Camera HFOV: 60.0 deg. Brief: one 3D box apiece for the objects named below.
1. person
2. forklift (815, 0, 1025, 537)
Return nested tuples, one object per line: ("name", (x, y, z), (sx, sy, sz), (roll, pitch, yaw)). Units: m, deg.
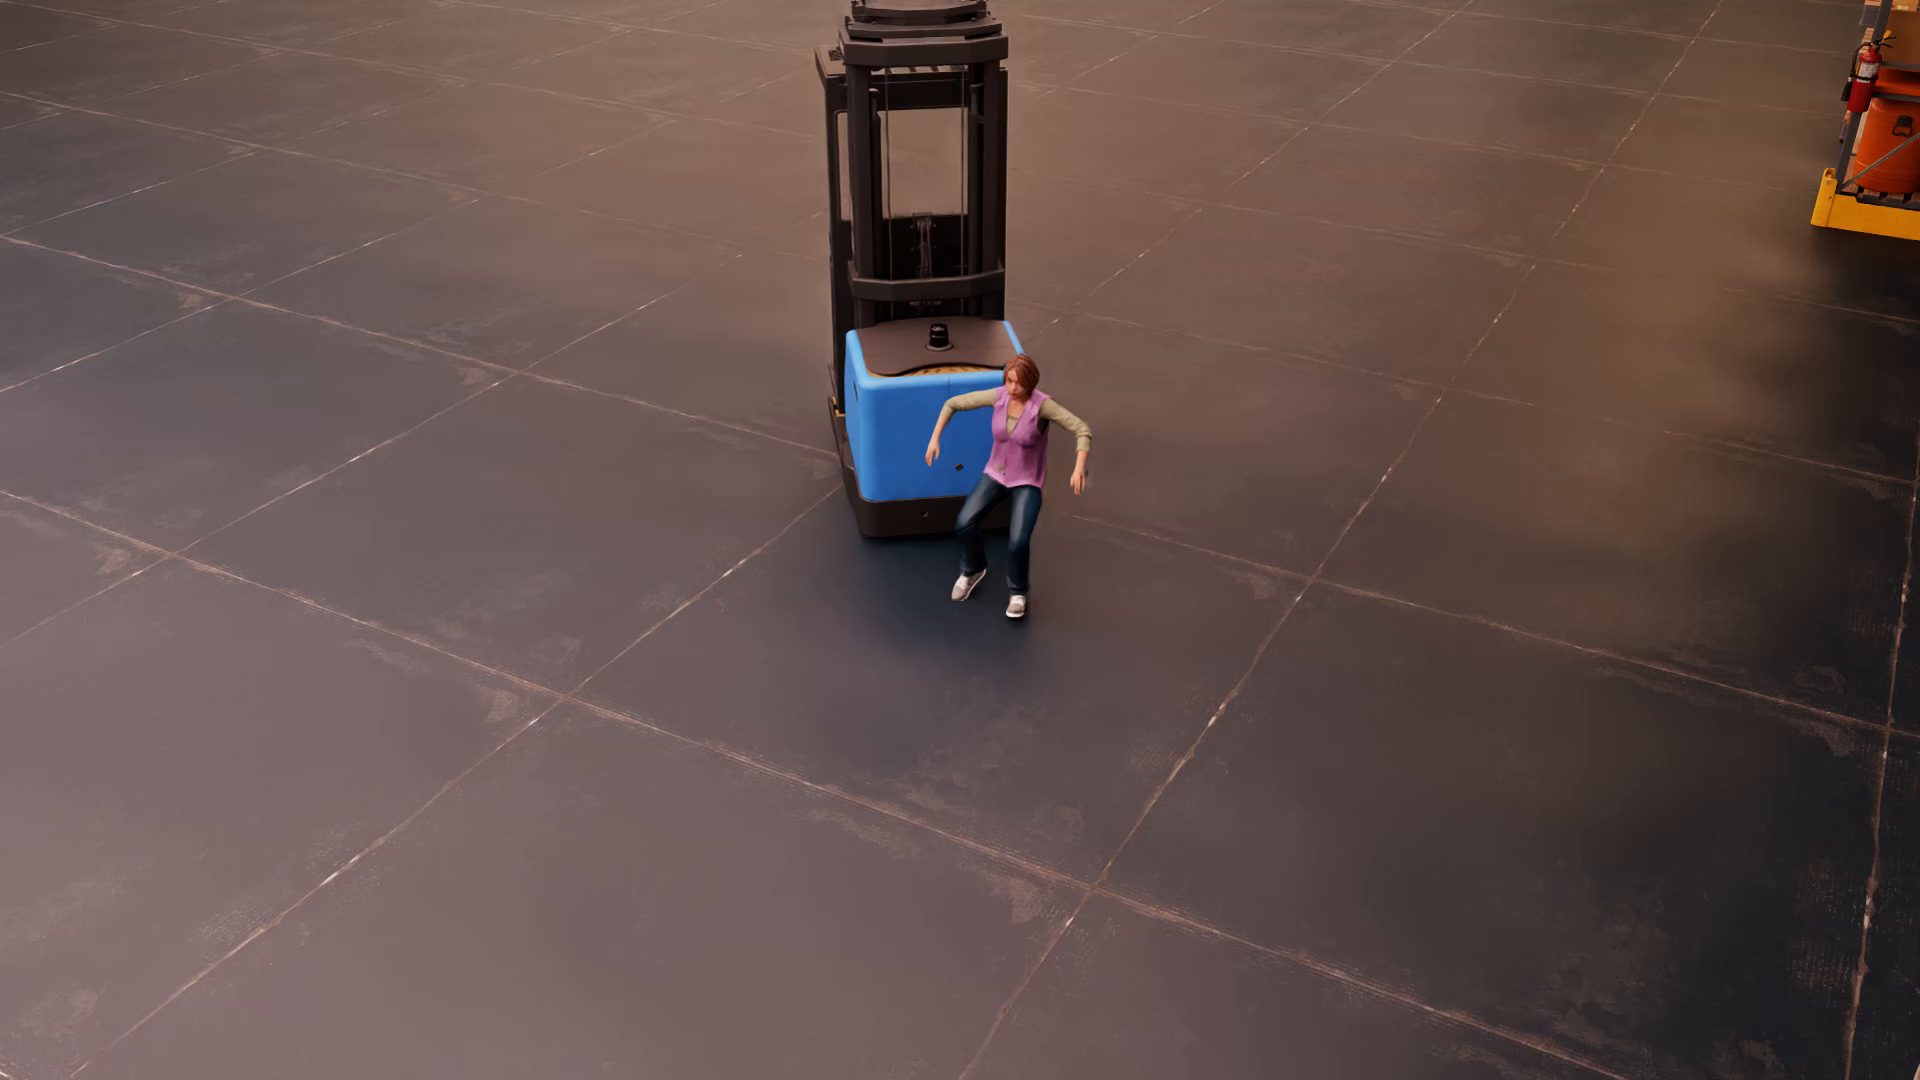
("person", (0.287, -0.296, 9.110), (0.922, 1.449, 0.553), (13, 32, 21))
("forklift", (-0.299, -2.003, 10.541), (1.130, 2.935, 3.031), (-5, 30, -8))
